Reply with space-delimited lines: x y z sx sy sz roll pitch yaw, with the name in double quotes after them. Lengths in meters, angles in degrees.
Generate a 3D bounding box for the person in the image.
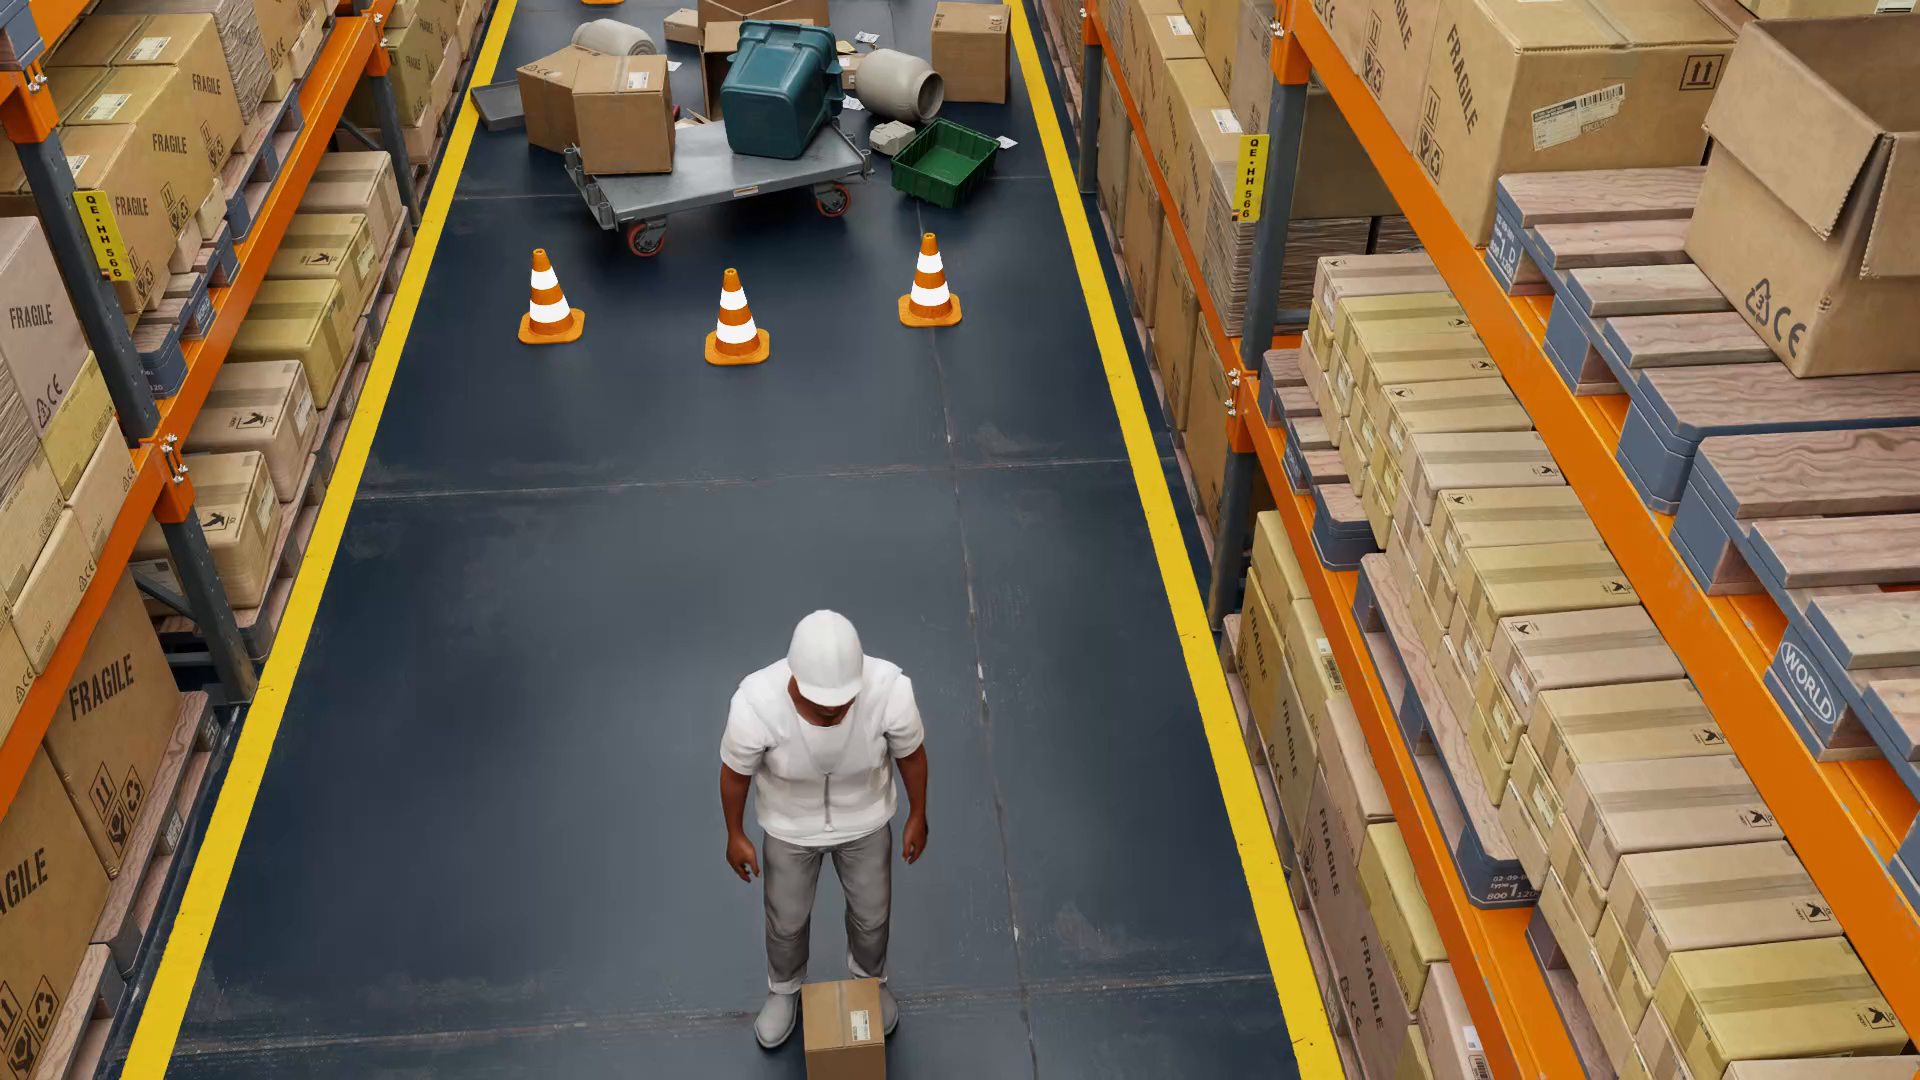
-0.402 0.871 5.062 0.629 1.759 0.460 -5 39 -6 "person"
